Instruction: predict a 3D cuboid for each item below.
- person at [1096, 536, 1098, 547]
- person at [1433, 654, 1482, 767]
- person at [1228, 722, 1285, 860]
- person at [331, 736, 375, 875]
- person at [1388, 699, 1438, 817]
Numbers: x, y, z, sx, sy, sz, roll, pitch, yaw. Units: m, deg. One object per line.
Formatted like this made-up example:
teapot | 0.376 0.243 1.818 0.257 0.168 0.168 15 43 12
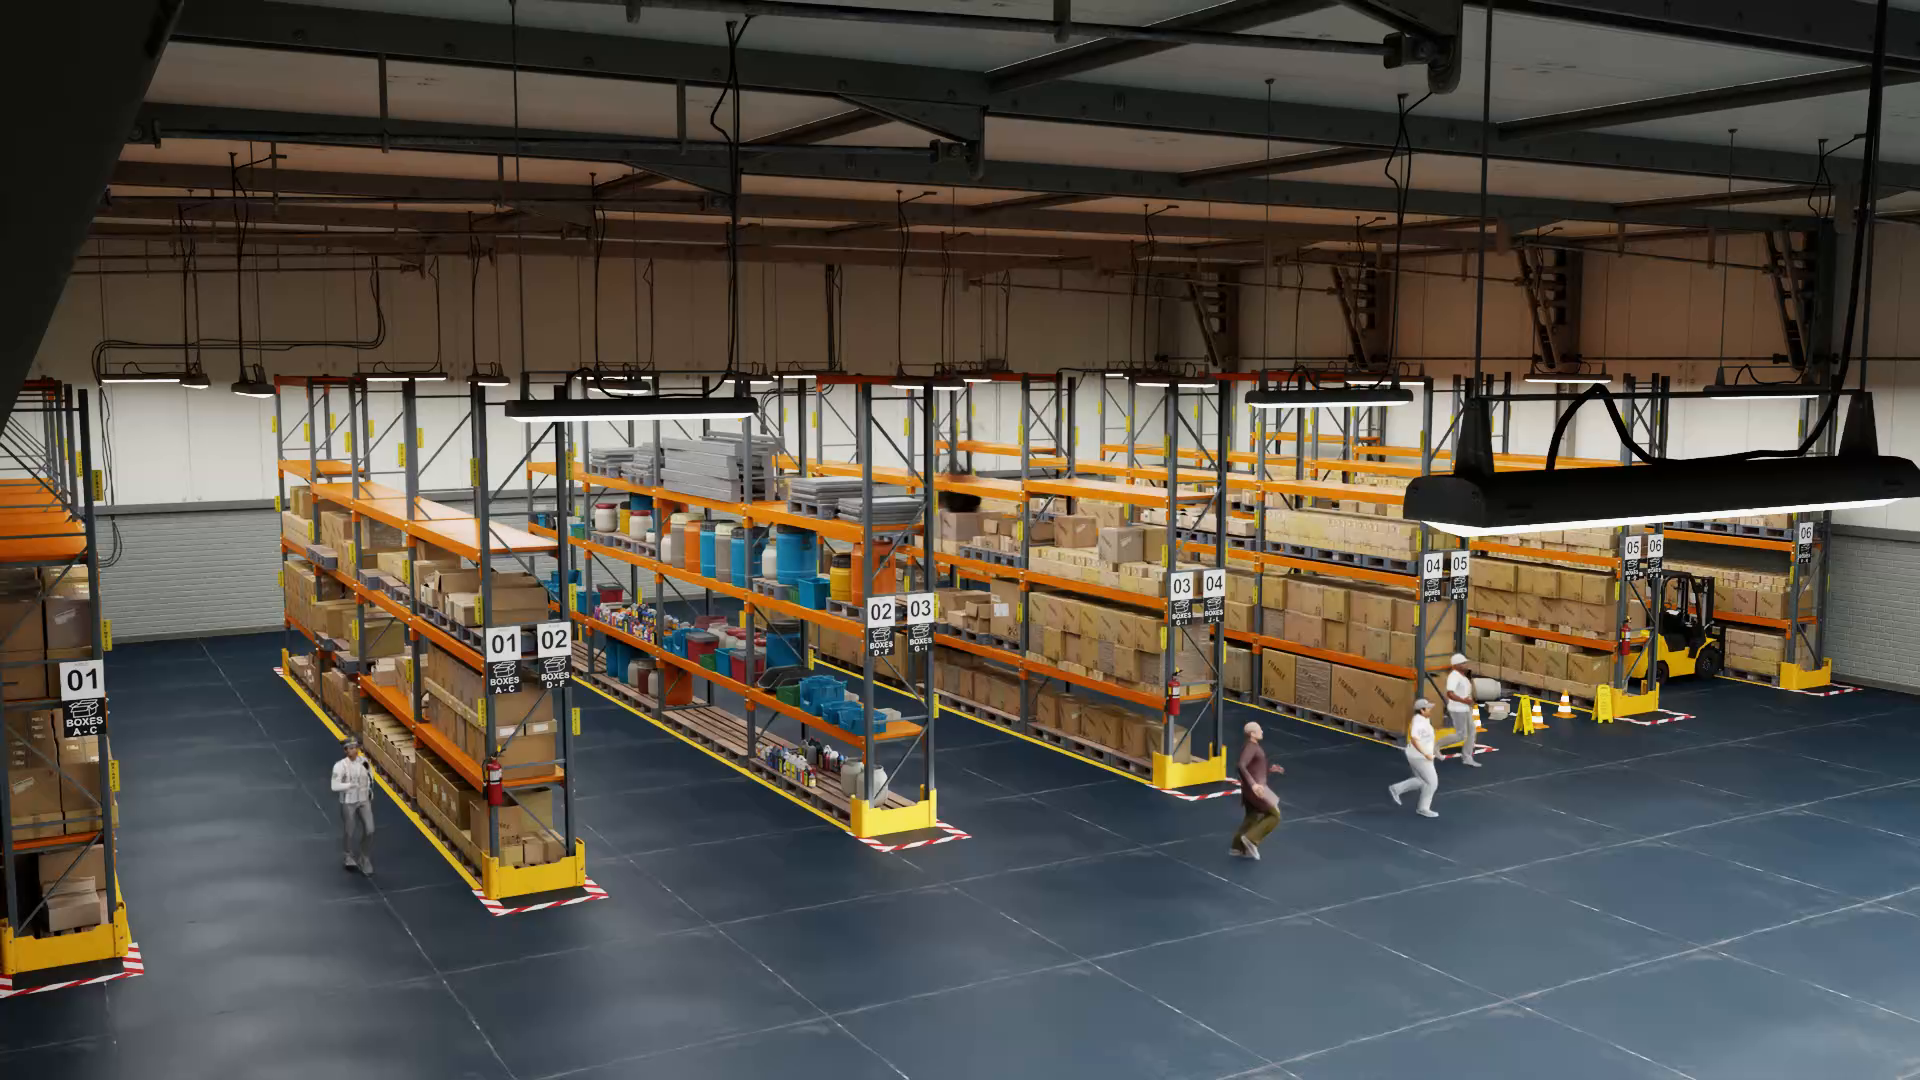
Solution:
person | 3.453 0.646 44.618 0.704 1.676 0.606 1 6 8
person | 7.728 2.644 25.816 0.792 1.761 0.713 3 7 27
person | 3.753 3.160 20.984 0.705 1.746 0.695 0 6 -2
person | -7.433 3.259 20.468 0.592 1.736 0.683 -5 8 -38
person | 6.314 3.010 23.096 0.675 1.638 0.627 1 6 10
